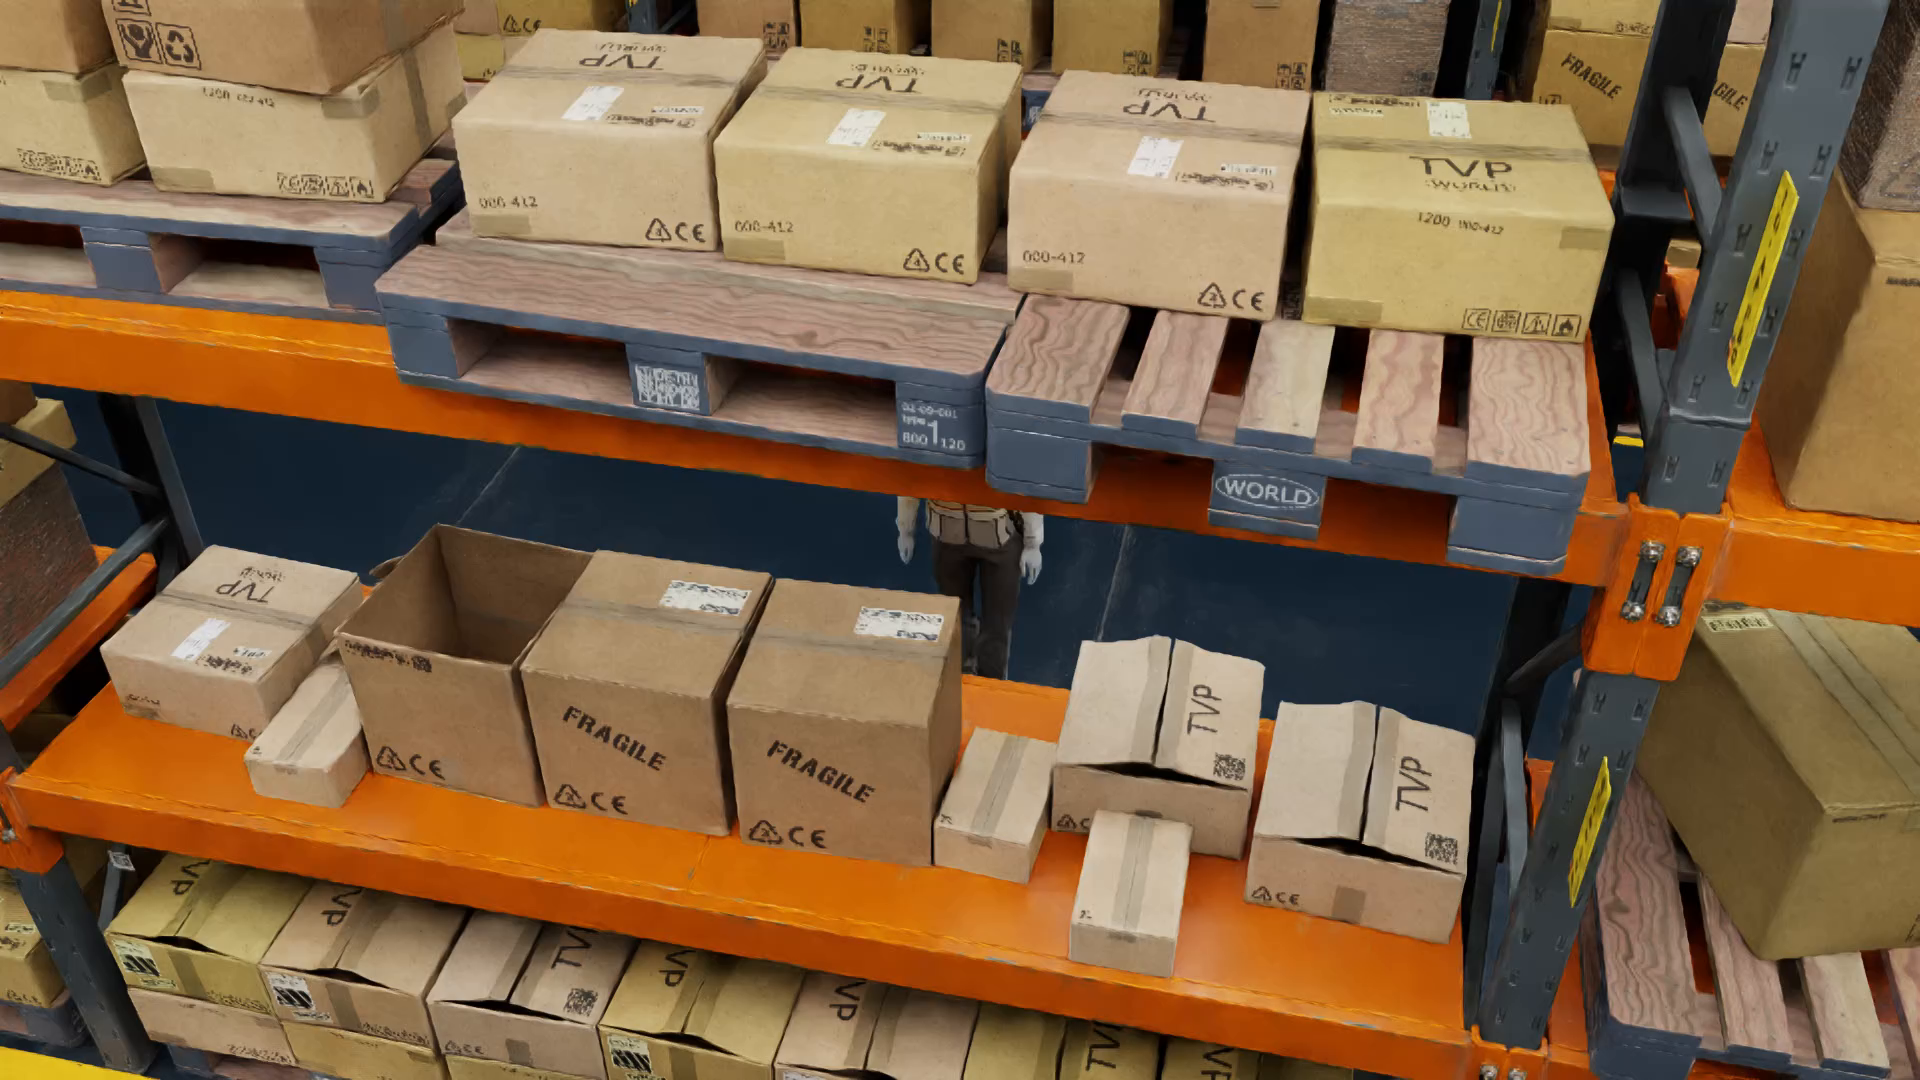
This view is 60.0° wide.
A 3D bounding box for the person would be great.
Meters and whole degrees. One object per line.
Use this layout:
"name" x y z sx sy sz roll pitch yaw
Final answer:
"person" 0.030 -0.002 6.105 0.559 1.685 0.378 9 38 12
